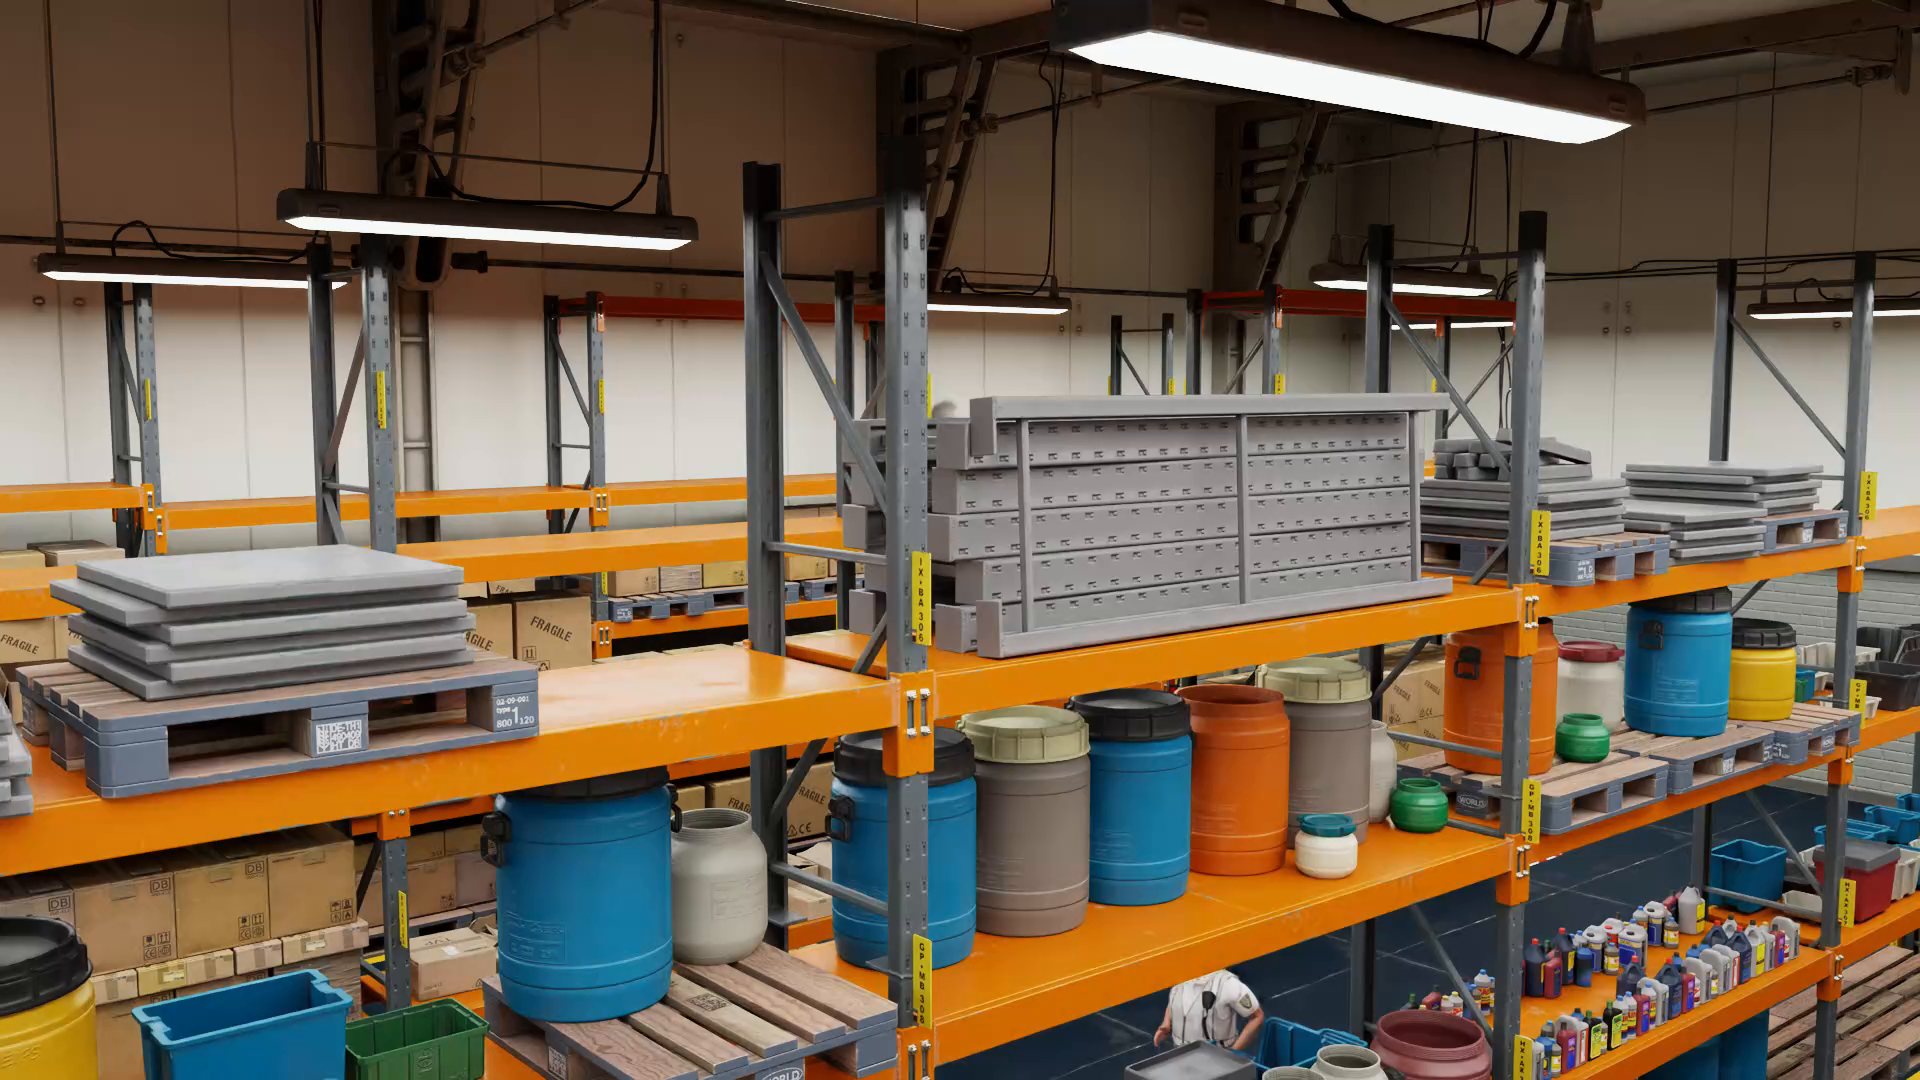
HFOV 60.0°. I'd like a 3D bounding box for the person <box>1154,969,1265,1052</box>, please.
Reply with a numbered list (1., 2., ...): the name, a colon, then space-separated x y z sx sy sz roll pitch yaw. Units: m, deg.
1. person: 1.587 3.282 10.489 0.939 1.791 0.672 -4 7 -37
